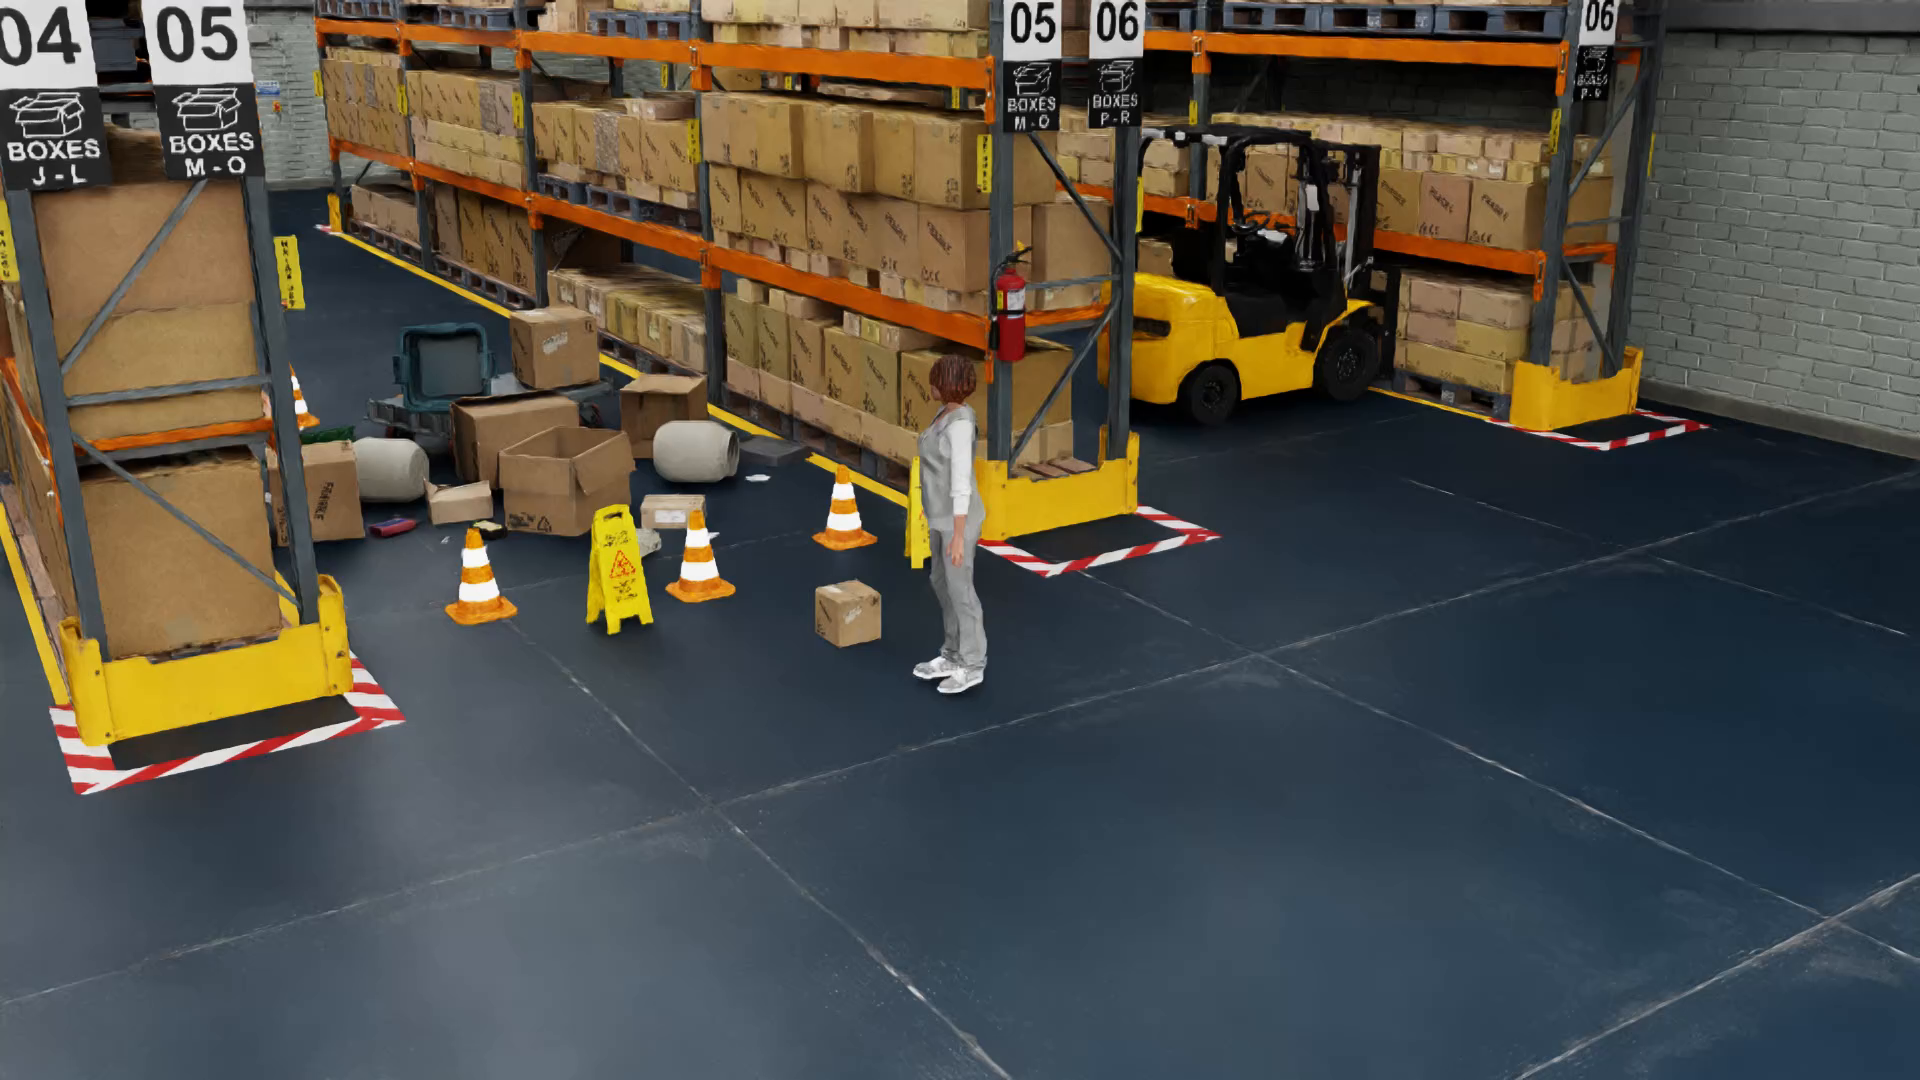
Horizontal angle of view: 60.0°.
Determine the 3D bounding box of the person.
[{"bbox_3d":[-0.036,-0.071,7.721,0.345,1.602,0.513,-3,19,-10],"label":"person"}]
